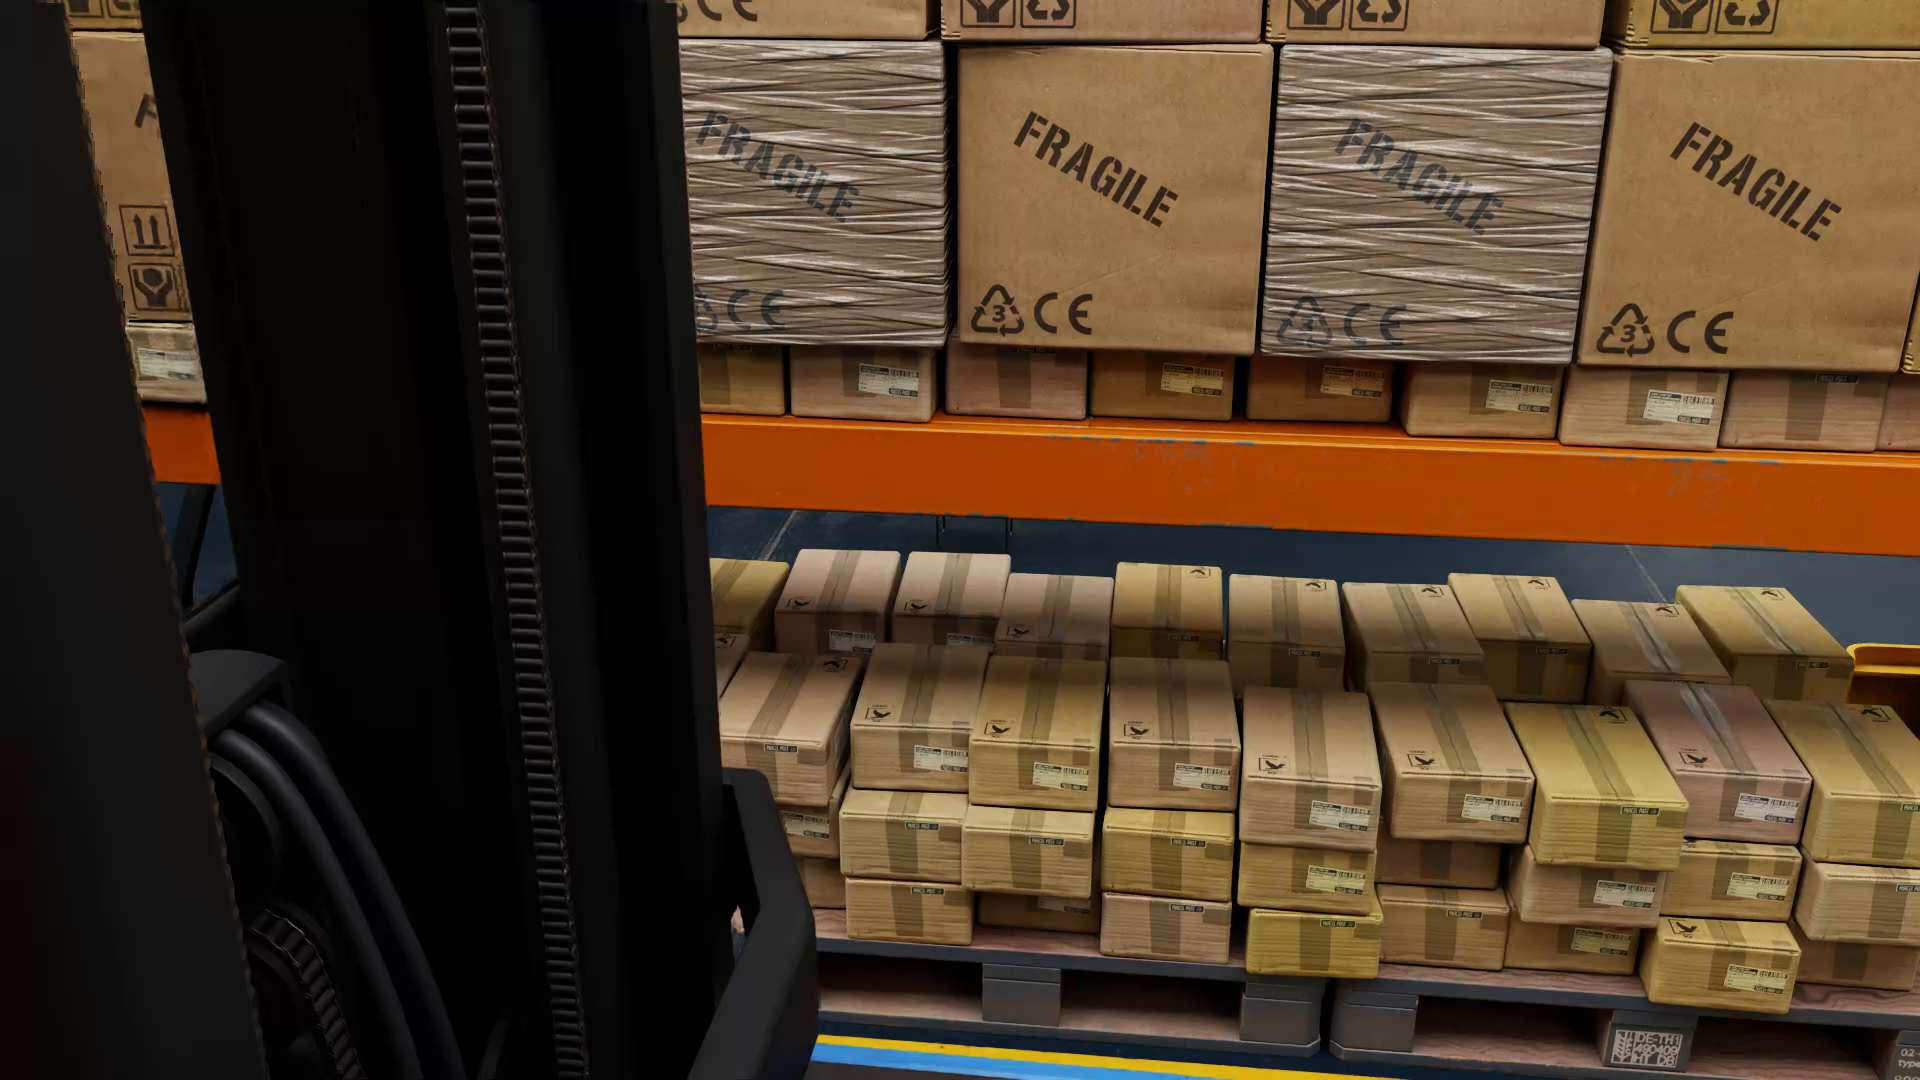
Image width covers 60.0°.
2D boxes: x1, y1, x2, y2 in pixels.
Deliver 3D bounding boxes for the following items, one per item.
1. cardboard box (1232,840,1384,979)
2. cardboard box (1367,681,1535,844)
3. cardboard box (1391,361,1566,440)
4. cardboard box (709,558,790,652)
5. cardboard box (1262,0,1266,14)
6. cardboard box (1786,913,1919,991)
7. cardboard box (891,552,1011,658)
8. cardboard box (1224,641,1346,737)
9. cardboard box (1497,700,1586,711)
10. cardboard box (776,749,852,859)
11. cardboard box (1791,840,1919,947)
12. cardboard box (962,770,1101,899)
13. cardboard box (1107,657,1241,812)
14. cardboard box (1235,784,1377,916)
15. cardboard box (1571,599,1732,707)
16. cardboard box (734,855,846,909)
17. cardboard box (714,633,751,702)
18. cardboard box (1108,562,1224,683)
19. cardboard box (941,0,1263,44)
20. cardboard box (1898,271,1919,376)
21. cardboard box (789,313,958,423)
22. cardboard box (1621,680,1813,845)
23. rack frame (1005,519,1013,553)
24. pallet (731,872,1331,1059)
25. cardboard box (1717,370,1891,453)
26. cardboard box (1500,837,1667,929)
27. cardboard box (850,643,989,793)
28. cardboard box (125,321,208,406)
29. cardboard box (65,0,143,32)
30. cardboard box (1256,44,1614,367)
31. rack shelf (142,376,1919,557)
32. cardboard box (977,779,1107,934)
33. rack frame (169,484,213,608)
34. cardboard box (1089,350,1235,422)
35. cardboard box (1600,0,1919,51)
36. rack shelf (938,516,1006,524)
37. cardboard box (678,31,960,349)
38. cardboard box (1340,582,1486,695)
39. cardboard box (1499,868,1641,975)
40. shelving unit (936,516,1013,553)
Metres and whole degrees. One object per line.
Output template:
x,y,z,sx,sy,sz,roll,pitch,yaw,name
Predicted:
0.695,0.711,3.369,0.250,0.149,0.380,2,22,4,cardboard box
0.949,0.430,3.269,0.250,0.149,0.380,2,22,4,cardboard box
0.905,-0.311,2.987,0.250,0.149,0.380,2,22,4,cardboard box
-0.564,0.184,3.893,0.250,0.149,0.380,3,22,8,cardboard box
0.839,-1.278,3.193,0.500,0.500,0.500,2,22,5,cardboard box
1.722,0.722,3.341,0.250,0.149,0.380,3,22,7,cardboard box
-0.015,0.169,3.930,0.250,0.149,0.380,2,22,4,cardboard box
0.744,0.375,3.812,0.250,0.149,0.380,1,22,4,cardboard box
1.261,0.403,3.742,0.250,0.149,0.380,3,22,7,cardboard box
-0.334,0.498,3.501,0.250,0.149,0.380,4,22,9,cardboard box
1.712,0.611,3.215,0.250,0.149,0.380,2,22,5,cardboard box
0.151,0.552,3.365,0.250,0.149,0.380,3,22,7,cardboard box
0.427,0.387,3.378,0.250,0.149,0.380,2,22,4,cardboard box
0.680,0.572,3.315,0.250,0.149,0.380,3,22,7,cardboard box
1.501,0.277,3.656,0.250,0.149,0.380,3,22,7,cardboard box
-0.333,0.623,3.590,0.250,0.149,0.380,2,22,4,cardboard box
-0.600,0.339,3.500,0.250,0.149,0.380,2,22,5,cardboard box
0.480,0.195,3.863,0.250,0.149,0.380,3,22,7,cardboard box
0.239,-1.104,2.751,0.500,0.500,0.500,2,22,4,cardboard box
1.793,-0.572,2.767,0.500,0.500,0.500,3,22,7,cardboard box
-0.146,-0.347,3.080,0.250,0.149,0.380,3,22,9,cardboard box
1.471,0.430,3.271,0.250,0.149,0.380,3,22,7,cardboard box
0.174,-0.481,5.728,0.008,1.050,0.200,2,22,6,rack frame
0.183,0.730,3.807,1.213,0.211,1.003,2,22,6,pallet
1.419,-0.286,2.925,0.250,0.149,0.380,2,22,6,cardboard box
1.195,0.590,3.270,0.250,0.149,0.380,2,22,4,cardboard box
-0.076,0.361,3.444,0.250,0.149,0.380,2,22,4,cardboard box
-1.460,-0.387,3.179,0.250,0.149,0.380,3,22,8,cardboard box
-1.283,-1.176,2.935,0.500,0.500,0.500,3,22,8,cardboard box
0.777,-0.615,2.875,0.500,0.500,0.500,3,22,6,cardboard box
0.283,-0.214,3.380,4.000,0.370,1.077,2,22,6,rack shelf
0.184,0.653,3.514,0.250,0.149,0.380,3,22,8,cardboard box
-1.703,-0.635,3.466,0.127,3.000,1.000,2,22,6,rack frame
0.378,-0.350,3.086,0.250,0.149,0.380,3,22,7,cardboard box
1.283,-1.063,2.648,0.500,0.500,0.500,2,22,4,cardboard box
0.053,-0.218,5.847,0.240,0.259,0.215,2,22,6,rack shelf
-0.252,-0.653,2.970,0.500,0.500,0.500,2,22,5,cardboard box
1.010,0.239,3.753,0.250,0.149,0.380,1,22,4,cardboard box
1.203,0.705,3.384,0.250,0.149,0.380,2,22,6,cardboard box
0.053,-0.486,5.741,0.252,1.050,0.215,2,22,6,shelving unit
